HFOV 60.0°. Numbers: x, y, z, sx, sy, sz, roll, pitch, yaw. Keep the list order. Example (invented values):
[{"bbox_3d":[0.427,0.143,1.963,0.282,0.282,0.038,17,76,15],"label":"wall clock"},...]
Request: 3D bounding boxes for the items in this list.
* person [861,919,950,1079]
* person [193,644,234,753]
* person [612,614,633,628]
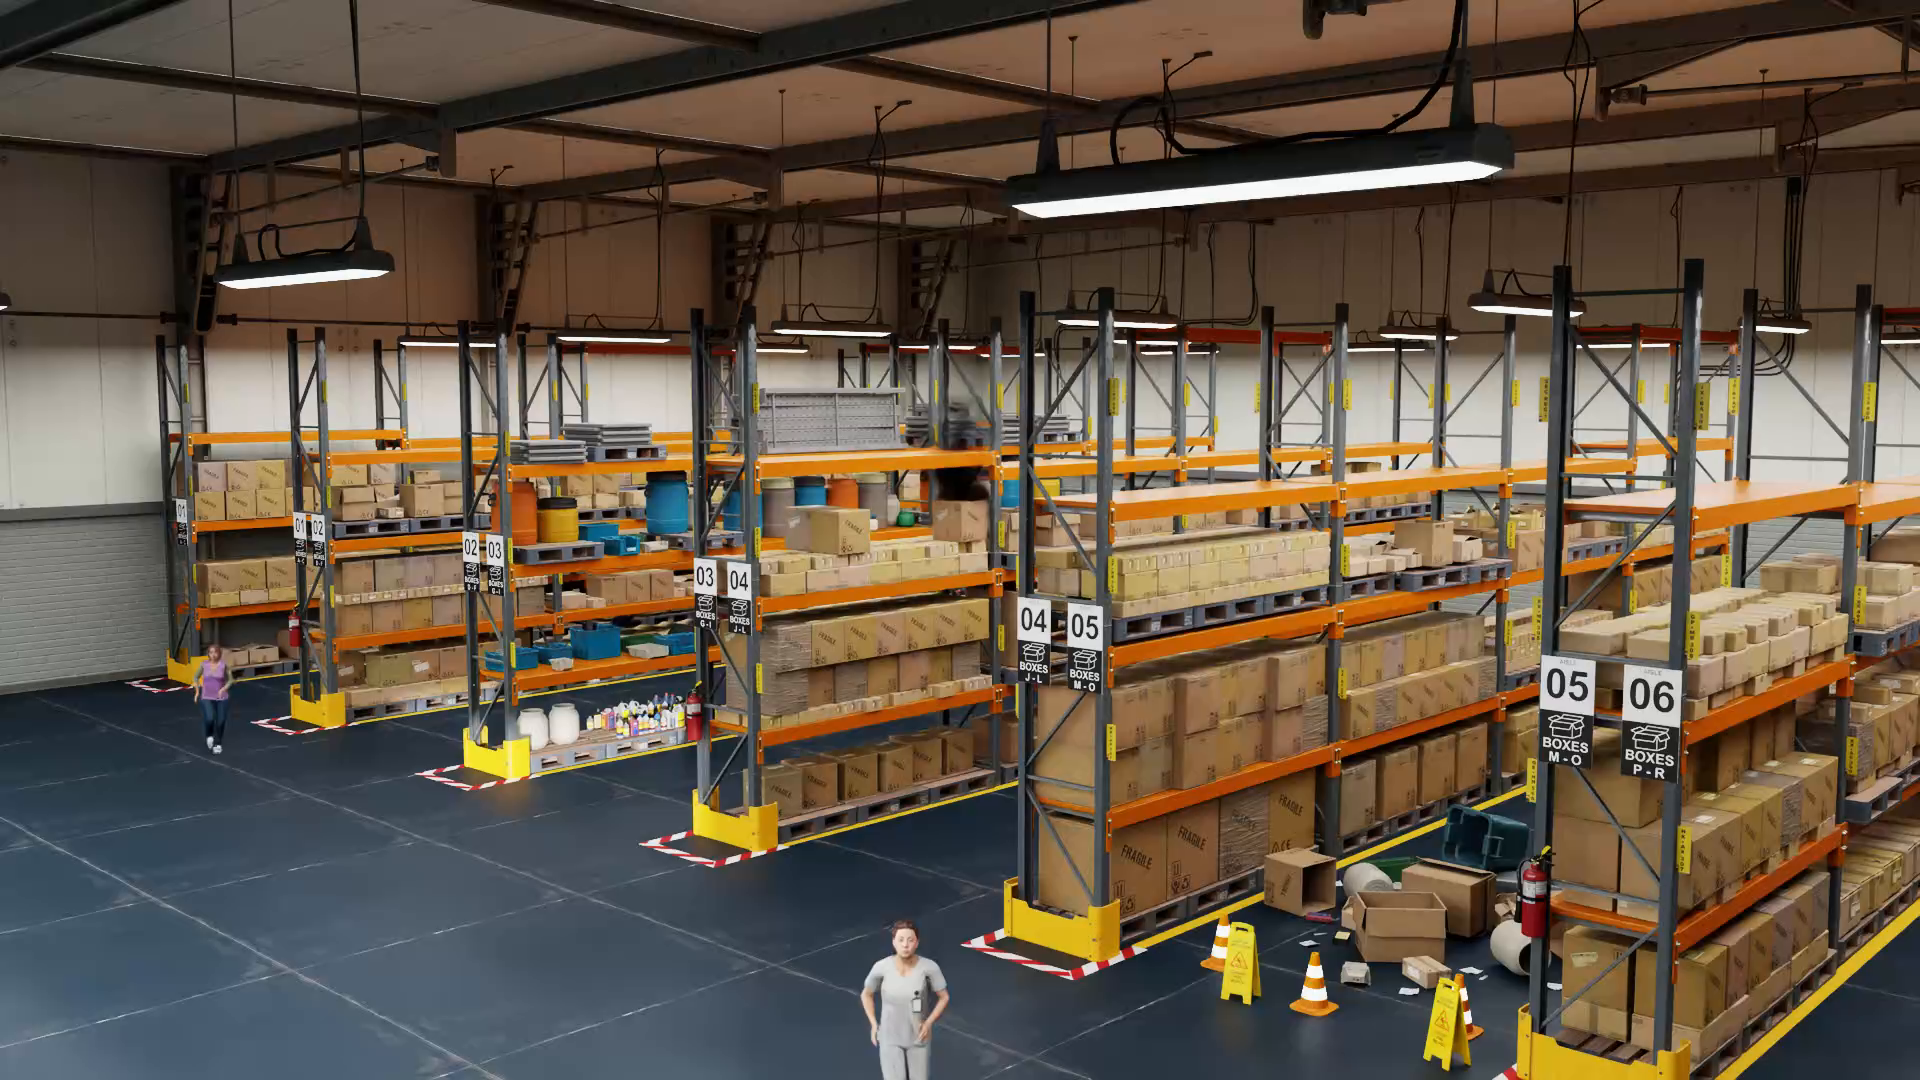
[{"bbox_3d":[-0.370,3.314,11.026,0.578,1.639,0.664,0,5,-1],"label":"person"},{"bbox_3d":[-10.369,2.222,23.101,0.504,1.546,0.613,-2,6,-24],"label":"person"},{"bbox_3d":[-6.390,1.422,31.493,0.571,1.595,0.640,-5,8,-44],"label":"person"}]
